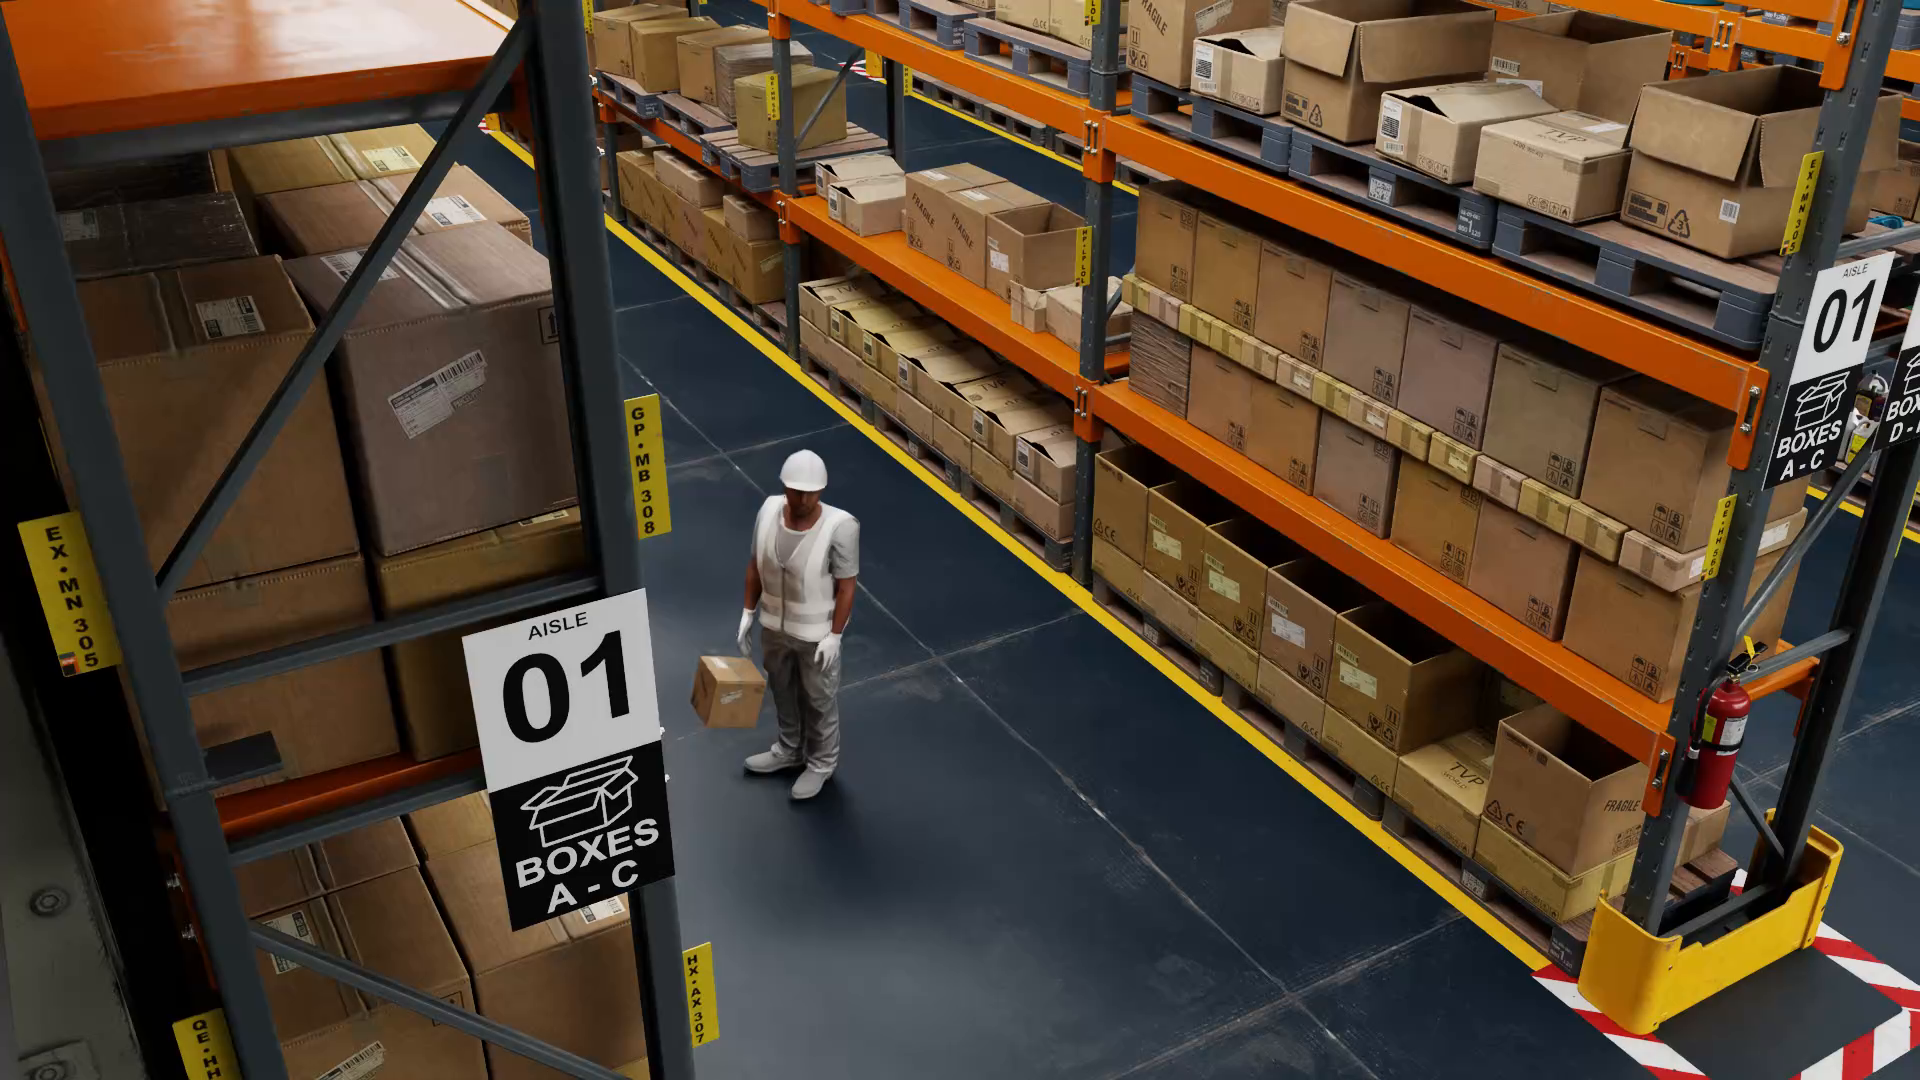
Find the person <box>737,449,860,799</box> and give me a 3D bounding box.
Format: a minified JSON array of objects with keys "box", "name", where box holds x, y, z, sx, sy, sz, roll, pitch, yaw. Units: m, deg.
[{"box":[-0.778,0.404,7.776,0.625,1.788,0.421,16,32,26],"name":"person"}]
